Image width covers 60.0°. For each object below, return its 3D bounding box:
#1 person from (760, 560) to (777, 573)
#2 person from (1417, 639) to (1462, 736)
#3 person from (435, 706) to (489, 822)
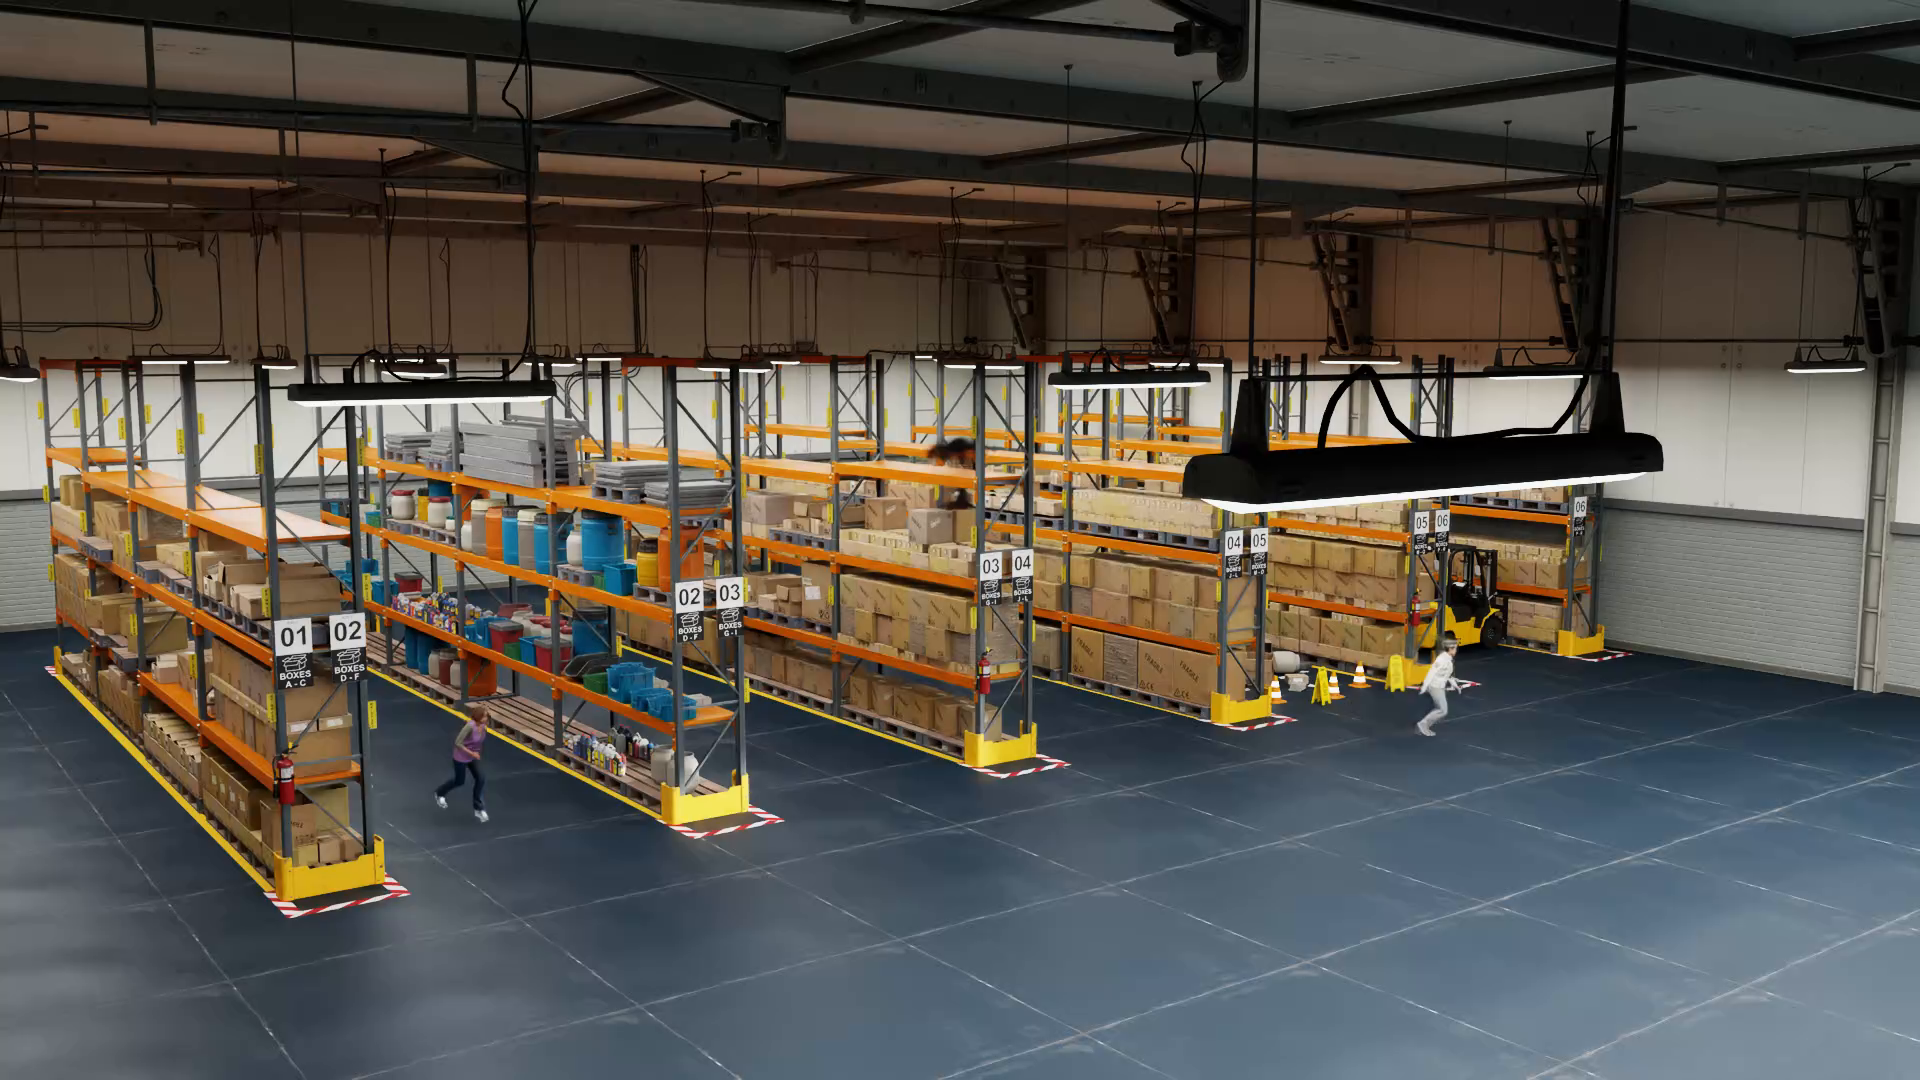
[{"bbox_3d":[-4.748,0.544,41.868,0.555,1.572,0.697,6,9,42],"label":"person"},{"bbox_3d":[7.654,2.356,26.528,0.610,1.574,0.587,4,8,28],"label":"person"},{"bbox_3d":[-6.632,2.943,22.119,0.917,1.549,0.569,3,7,21],"label":"person"}]
